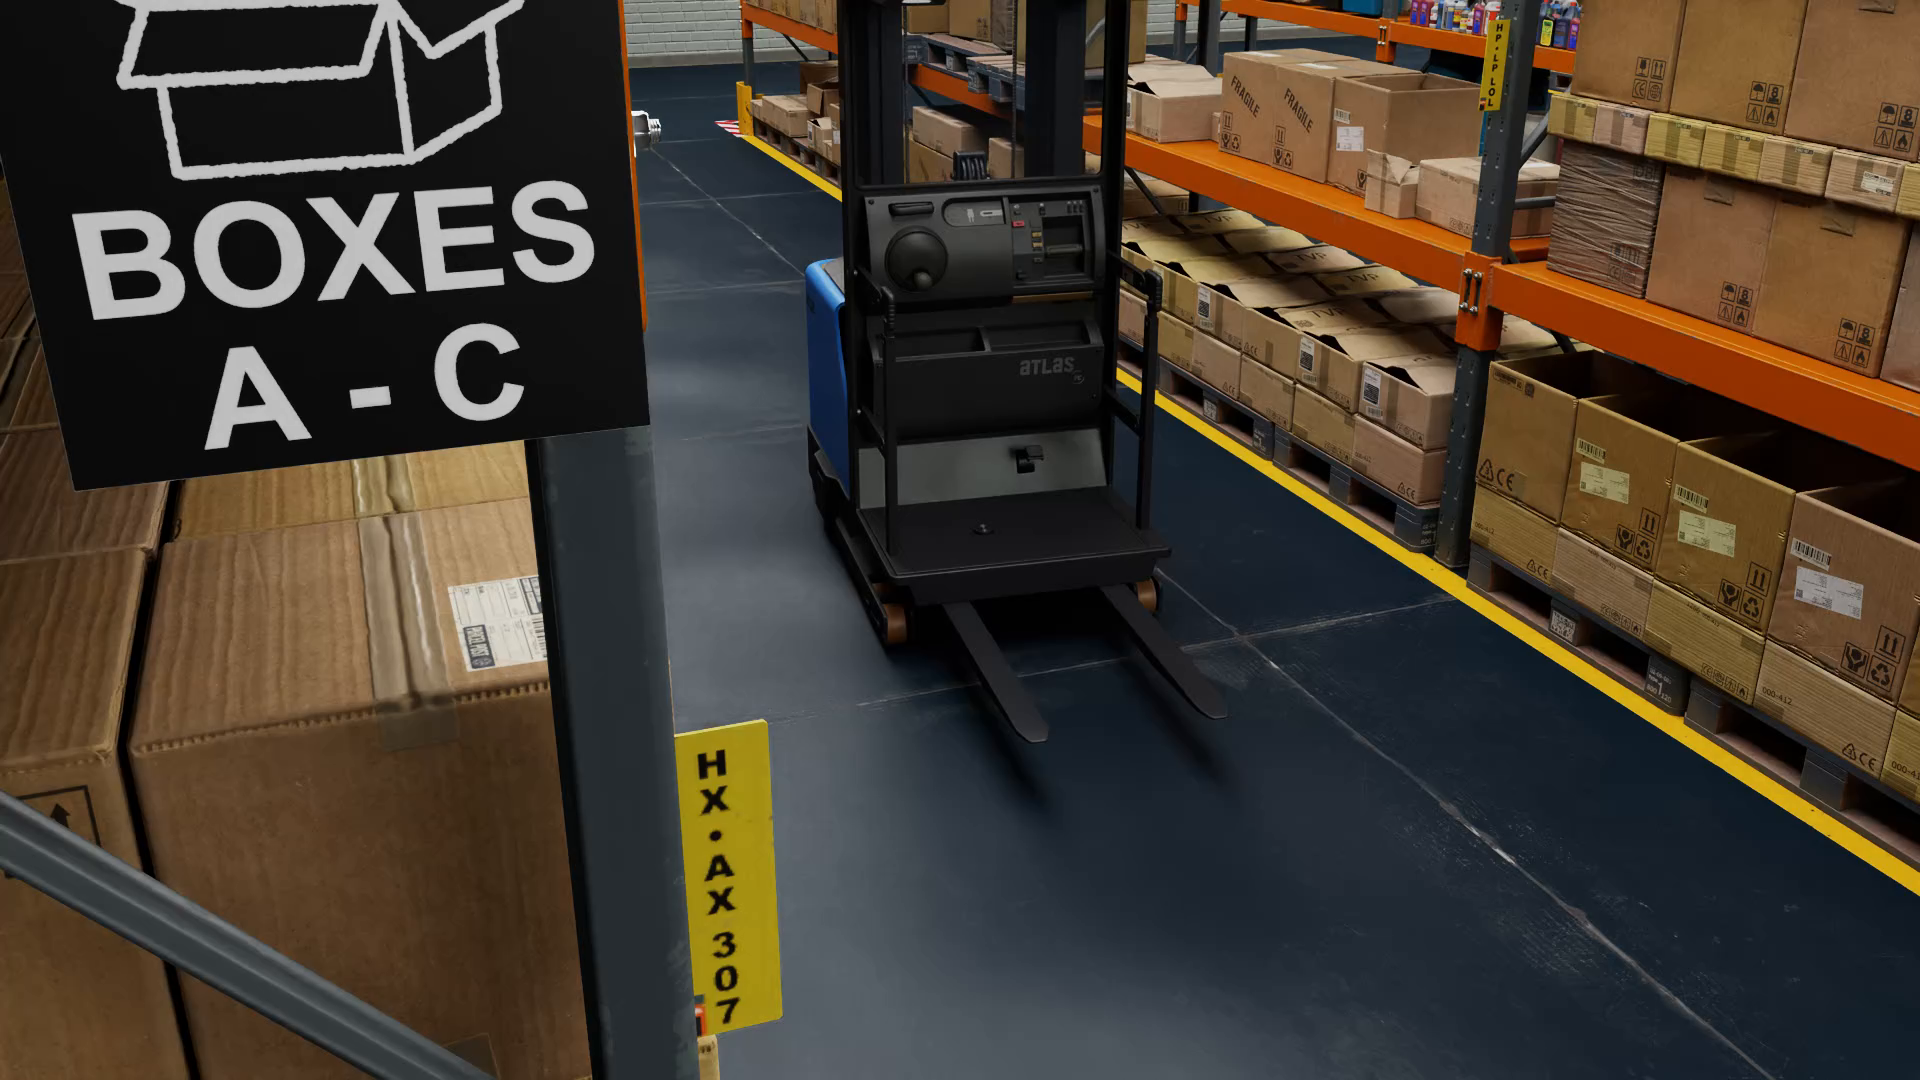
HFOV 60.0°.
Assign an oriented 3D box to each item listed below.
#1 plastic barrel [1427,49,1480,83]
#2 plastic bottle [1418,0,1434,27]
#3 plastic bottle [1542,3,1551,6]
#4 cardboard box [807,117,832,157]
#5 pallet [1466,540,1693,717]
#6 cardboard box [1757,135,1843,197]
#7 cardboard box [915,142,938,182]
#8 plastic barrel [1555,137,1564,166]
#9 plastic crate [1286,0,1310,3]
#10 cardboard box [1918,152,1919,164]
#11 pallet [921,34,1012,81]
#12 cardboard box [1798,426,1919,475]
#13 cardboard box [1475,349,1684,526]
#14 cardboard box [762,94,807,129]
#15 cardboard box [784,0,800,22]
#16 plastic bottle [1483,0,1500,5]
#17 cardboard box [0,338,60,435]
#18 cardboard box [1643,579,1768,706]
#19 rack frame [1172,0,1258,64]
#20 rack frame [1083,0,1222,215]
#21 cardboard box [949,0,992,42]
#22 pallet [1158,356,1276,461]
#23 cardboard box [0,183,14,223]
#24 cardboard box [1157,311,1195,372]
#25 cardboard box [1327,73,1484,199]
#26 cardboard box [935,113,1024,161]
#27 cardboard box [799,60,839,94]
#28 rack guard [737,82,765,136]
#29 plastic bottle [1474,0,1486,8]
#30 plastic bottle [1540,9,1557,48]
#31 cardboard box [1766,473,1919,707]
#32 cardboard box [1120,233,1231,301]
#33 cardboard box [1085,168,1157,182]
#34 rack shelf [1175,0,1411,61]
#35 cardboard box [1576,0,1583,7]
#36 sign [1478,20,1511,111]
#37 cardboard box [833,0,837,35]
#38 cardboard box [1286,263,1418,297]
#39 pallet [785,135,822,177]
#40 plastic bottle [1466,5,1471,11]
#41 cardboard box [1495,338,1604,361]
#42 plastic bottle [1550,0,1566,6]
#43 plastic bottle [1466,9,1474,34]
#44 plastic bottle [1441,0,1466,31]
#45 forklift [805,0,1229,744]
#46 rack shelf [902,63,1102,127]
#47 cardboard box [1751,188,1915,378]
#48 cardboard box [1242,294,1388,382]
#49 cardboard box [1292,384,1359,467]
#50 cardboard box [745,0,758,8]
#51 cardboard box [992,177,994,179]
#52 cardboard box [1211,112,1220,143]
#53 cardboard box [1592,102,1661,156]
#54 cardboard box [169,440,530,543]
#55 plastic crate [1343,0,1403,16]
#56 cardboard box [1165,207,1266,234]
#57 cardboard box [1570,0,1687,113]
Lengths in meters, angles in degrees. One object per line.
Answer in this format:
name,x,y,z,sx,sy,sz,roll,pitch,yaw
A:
plastic barrel,4.480,-3.956,14.936,0.600,0.901,0.708,-8,24,-19
plastic bottle,4.081,-4.636,14.537,0.061,0.283,0.133,-8,24,-19
plastic bottle,4.942,-4.432,14.069,0.097,0.271,0.097,0,23,0
cardboard box,-1.064,-3.656,14.957,0.500,0.311,0.500,-8,24,-19
pallet,2.736,0.235,6.421,1.003,0.211,1.213,-8,24,-19
cardboard box,2.770,-1.195,5.258,0.380,0.149,0.250,-9,25,-21
cardboard box,-0.021,-2.718,12.489,0.500,0.500,0.500,-8,24,-18
plastic barrel,5.129,-3.145,13.413,0.600,0.588,0.708,-8,24,-19
plastic crate,3.407,-5.427,16.527,0.293,0.136,0.466,-8,24,-19
cardboard box,3.189,-1.281,4.629,0.700,0.500,0.500,-8,24,-19
pallet,0.390,-3.416,11.739,1.003,0.211,1.213,-8,24,-19
cardboard box,3.208,-0.114,5.692,0.500,0.500,0.500,-8,24,-19
cardboard box,2.365,-0.405,6.384,0.500,0.500,0.500,-8,24,-19
cardboard box,-1.642,-4.222,16.380,0.500,0.250,0.500,-8,24,-19
cardboard box,-1.298,-5.002,15.128,0.500,0.500,0.500,-8,24,-18
plastic bottle,4.745,-4.774,14.874,0.152,0.276,0.135,-8,24,-19
cardboard box,-1.446,-0.010,2.613,0.500,0.500,0.500,-9,24,-20
cardboard box,2.718,0.304,5.667,0.500,0.250,0.500,-8,24,-19
rack frame,2.890,-6.383,18.533,1.000,3.000,0.127,-8,24,-19
rack frame,1.081,-2.798,10.027,1.000,3.000,0.127,-8,24,-19
cardboard box,0.350,-3.858,11.871,0.700,0.500,0.500,-15,27,-32
pallet,1.763,-0.766,8.796,1.003,0.211,1.213,-8,24,-19
cardboard box,-1.989,-0.562,3.922,0.500,0.500,0.500,-8,24,-19
cardboard box,1.359,-1.123,9.053,0.500,0.250,0.500,-9,24,-20
cardboard box,2.052,-1.864,7.681,0.500,0.500,0.500,-7,24,-15
cardboard box,0.142,-2.893,11.939,0.500,0.250,0.500,-9,24,-20
cardboard box,-1.322,-4.592,16.935,0.500,0.500,0.500,-8,24,-19
rack guard,-1.718,-4.525,17.343,1.175,0.500,0.348,-8,24,-19
plastic bottle,4.635,-4.716,14.832,0.097,0.201,0.097,0,23,0
plastic bottle,4.658,-4.042,13.128,0.061,0.283,0.133,-8,24,-19
cardboard box,2.897,0.139,5.091,0.500,0.500,0.500,-8,24,-19
cardboard box,1.185,-1.563,9.373,0.500,0.311,0.500,-9,24,-20
cardboard box,0.997,-2.243,11.362,0.500,0.500,0.500,-9,25,-21
rack shelf,3.597,-5.325,16.948,1.077,0.370,4.000,-8,24,-19
cardboard box,7.825,-6.056,19.951,0.875,0.875,0.875,-8,24,-19
sign,1.990,-1.764,6.184,0.100,0.325,0.005,-8,24,-19
cardboard box,-0.749,-4.444,13.803,0.500,0.500,0.500,-8,24,-18
cardboard box,2.037,-1.272,8.684,0.500,0.311,0.500,-8,24,-18
pallet,-1.008,-3.660,15.663,1.003,0.211,1.213,-8,24,-19
plastic bottle,4.350,-4.509,14.341,0.097,0.201,0.097,0,23,0
cardboard box,2.581,-0.714,7.359,0.500,0.311,0.500,-8,24,-19
plastic bottle,5.052,-4.458,14.124,0.152,0.276,0.135,-8,24,-19
plastic bottle,4.324,-4.368,14.008,0.097,0.201,0.097,0,23,0
plastic bottle,4.240,-4.519,14.270,0.152,0.276,0.135,-8,24,-19
forklift,0.158,-1.116,6.124,1.130,2.935,3.031,-6,24,-13
rack shelf,0.375,-3.193,11.891,1.077,0.370,4.000,-8,24,-19
cardboard box,3.023,-0.857,5.292,0.700,0.500,0.500,-8,24,-18
cardboard box,1.719,-1.007,8.055,0.500,0.311,0.500,-8,24,-19
cardboard box,1.899,-0.566,7.731,0.500,0.250,0.500,-9,24,-20
cardboard box,-1.835,-5.554,16.436,0.500,0.500,0.500,-8,24,-18
cardboard box,0.531,-2.157,11.157,0.500,0.500,0.500,-7,24,-17
cardboard box,1.584,-2.227,8.995,0.380,0.149,0.250,-7,24,-15
cardboard box,2.497,-1.474,5.922,0.380,0.149,0.250,-8,24,-18
cardboard box,-0.778,0.108,2.333,0.500,0.500,0.500,-8,24,-19
plastic crate,3.819,-5.073,15.367,0.392,0.384,0.575,-8,24,-19
cardboard box,1.497,-1.827,9.999,0.500,0.311,0.500,-8,24,-18
cardboard box,2.657,-1.828,5.927,0.700,0.500,0.500,-8,24,-19
